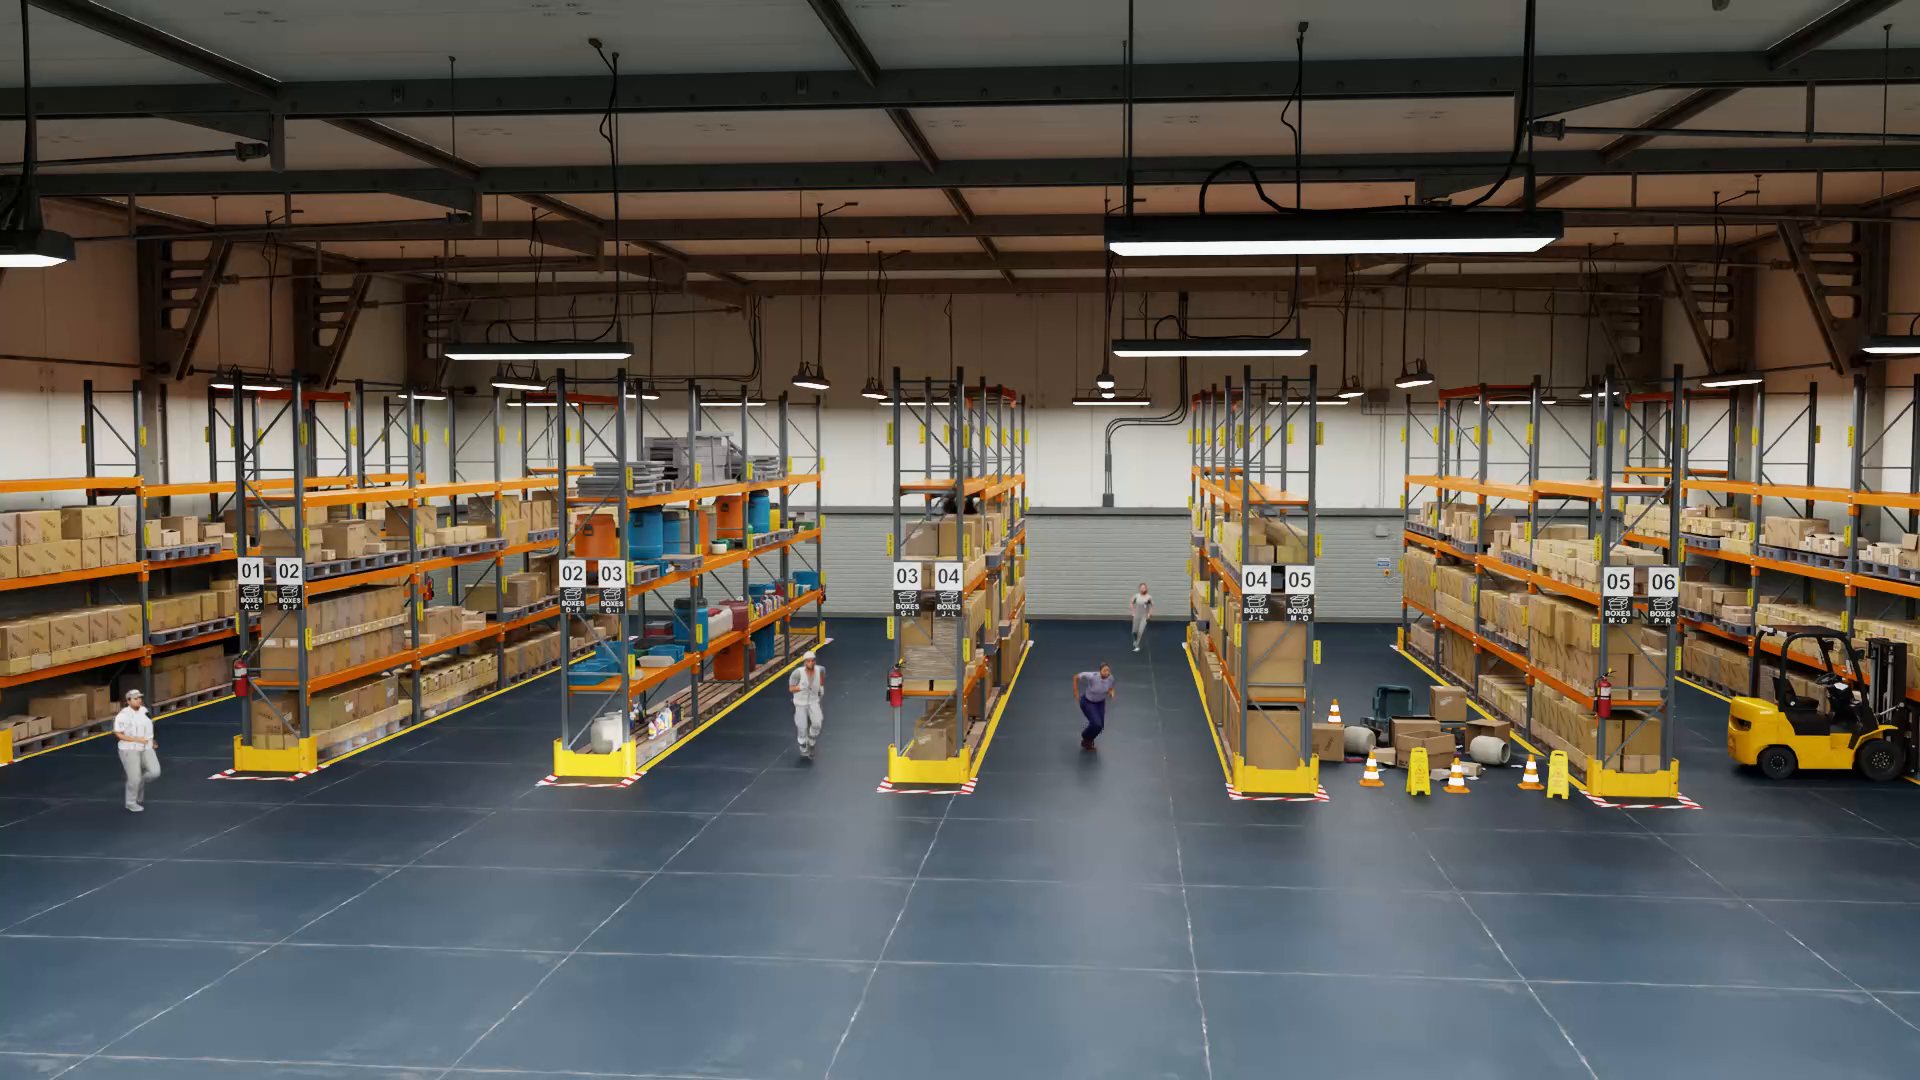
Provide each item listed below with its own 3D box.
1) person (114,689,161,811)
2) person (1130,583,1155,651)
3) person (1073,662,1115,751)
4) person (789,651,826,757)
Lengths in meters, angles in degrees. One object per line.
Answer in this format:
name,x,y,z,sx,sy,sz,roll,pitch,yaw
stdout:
person,-10.977,2.810,22.251,0.531,1.628,0.599,2,4,28
person,4.251,1.797,38.783,0.583,1.609,0.548,1,4,13
person,2.106,2.639,26.233,0.637,1.468,0.863,-2,4,-28
person,-2.339,2.533,25.546,0.611,1.698,0.863,-1,4,-16
